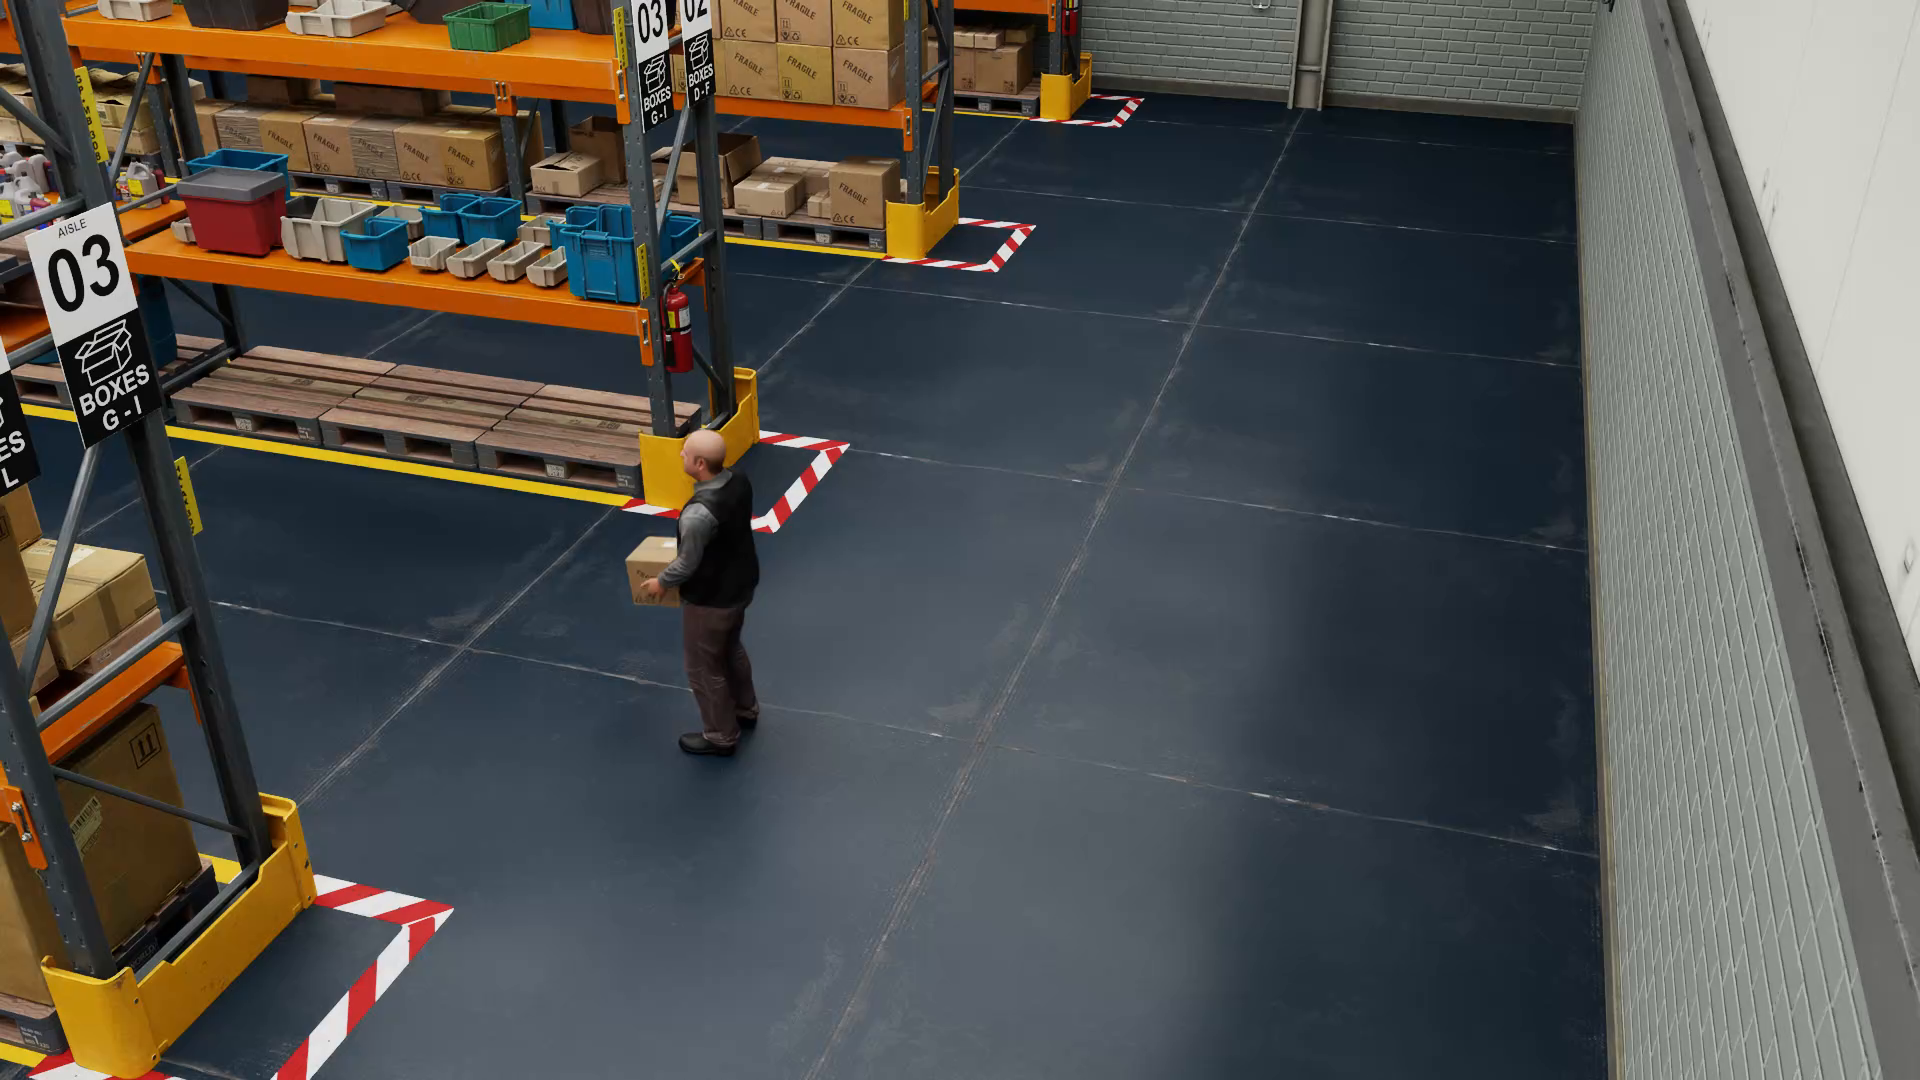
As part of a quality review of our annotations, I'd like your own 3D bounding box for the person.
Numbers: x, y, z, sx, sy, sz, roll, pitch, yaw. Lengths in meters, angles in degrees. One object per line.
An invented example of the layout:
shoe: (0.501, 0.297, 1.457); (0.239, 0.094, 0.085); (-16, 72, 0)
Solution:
person: (-1.250, 0.243, 8.090); (0.522, 1.727, 0.532); (8, 30, 14)
